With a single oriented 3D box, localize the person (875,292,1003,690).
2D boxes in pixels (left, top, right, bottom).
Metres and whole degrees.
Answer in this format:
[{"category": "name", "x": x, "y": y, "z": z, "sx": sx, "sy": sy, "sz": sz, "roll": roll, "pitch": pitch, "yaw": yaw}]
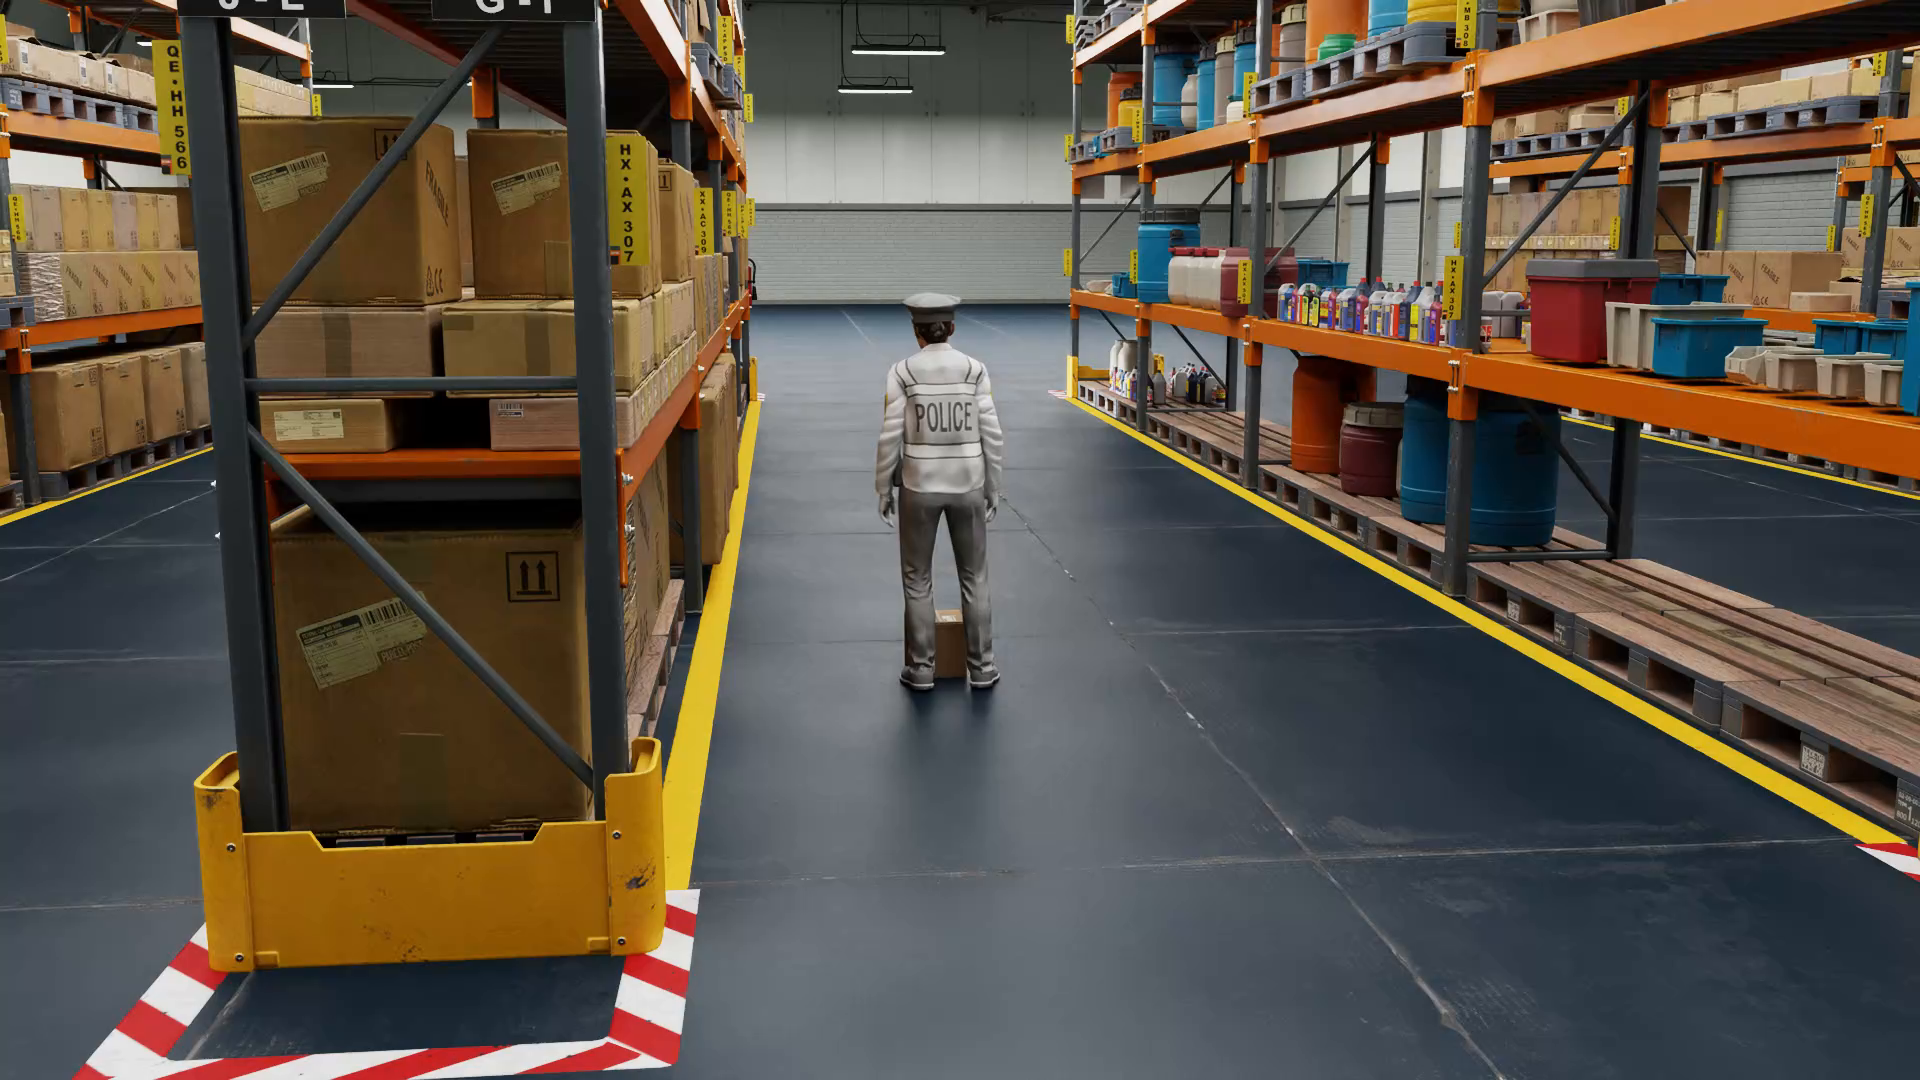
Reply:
[{"category": "person", "x": -0.084, "y": -0.196, "z": 6.988, "sx": 0.547, "sy": 1.667, "sz": 0.370, "roll": -2, "pitch": 10, "yaw": -9}]
